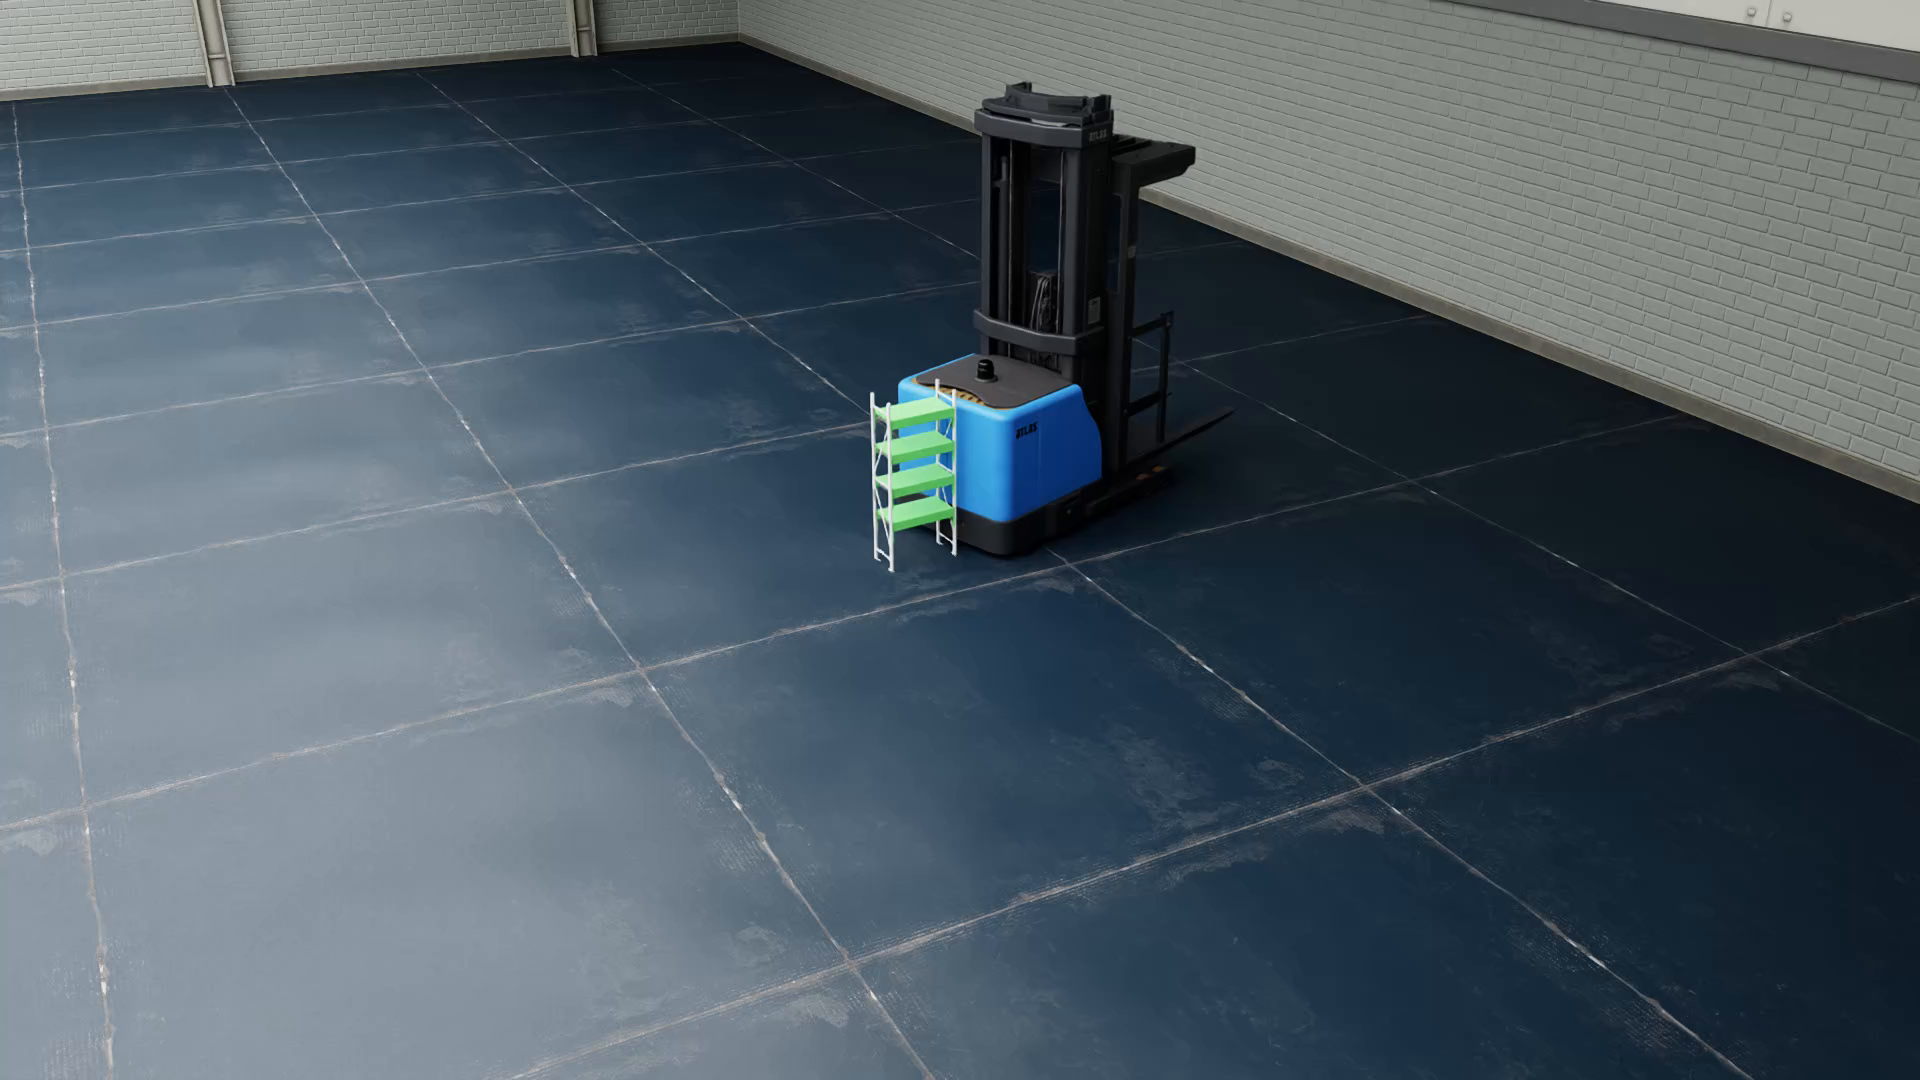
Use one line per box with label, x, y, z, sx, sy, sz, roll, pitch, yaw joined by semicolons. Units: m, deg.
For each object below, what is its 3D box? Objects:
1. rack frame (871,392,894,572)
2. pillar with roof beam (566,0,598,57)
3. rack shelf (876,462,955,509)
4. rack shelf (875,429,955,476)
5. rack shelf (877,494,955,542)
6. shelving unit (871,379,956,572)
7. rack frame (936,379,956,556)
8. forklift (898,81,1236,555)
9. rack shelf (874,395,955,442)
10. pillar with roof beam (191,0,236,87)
rack frame;-0.511;-0.369;10.935;0.015;1.200;0.240;-15;29;-28
pillar with roof beam;-4.624;-11.000;24.067;0.400;9.000;9.100;-13;29;-25
rack shelf;-0.302;-0.366;11.076;0.480;0.148;0.258;-15;29;-28
rack shelf;-0.302;-0.582;10.972;0.480;0.148;0.258;-15;29;-28
rack shelf;-0.302;-0.150;11.180;0.480;0.148;0.258;-15;29;-28
shelving unit;-0.302;-0.424;11.048;0.503;1.200;0.258;-15;29;-28
rack frame;-0.093;-0.478;11.162;0.015;1.200;0.240;-15;29;-28
forklift;0.926;-1.774;11.861;1.130;2.935;3.031;21;33;37
rack shelf;-0.302;-0.799;10.868;0.480;0.148;0.258;-15;29;-28
pillar with roof beam;-9.918;-9.778;21.521;0.400;9.000;9.100;-13;29;-25
